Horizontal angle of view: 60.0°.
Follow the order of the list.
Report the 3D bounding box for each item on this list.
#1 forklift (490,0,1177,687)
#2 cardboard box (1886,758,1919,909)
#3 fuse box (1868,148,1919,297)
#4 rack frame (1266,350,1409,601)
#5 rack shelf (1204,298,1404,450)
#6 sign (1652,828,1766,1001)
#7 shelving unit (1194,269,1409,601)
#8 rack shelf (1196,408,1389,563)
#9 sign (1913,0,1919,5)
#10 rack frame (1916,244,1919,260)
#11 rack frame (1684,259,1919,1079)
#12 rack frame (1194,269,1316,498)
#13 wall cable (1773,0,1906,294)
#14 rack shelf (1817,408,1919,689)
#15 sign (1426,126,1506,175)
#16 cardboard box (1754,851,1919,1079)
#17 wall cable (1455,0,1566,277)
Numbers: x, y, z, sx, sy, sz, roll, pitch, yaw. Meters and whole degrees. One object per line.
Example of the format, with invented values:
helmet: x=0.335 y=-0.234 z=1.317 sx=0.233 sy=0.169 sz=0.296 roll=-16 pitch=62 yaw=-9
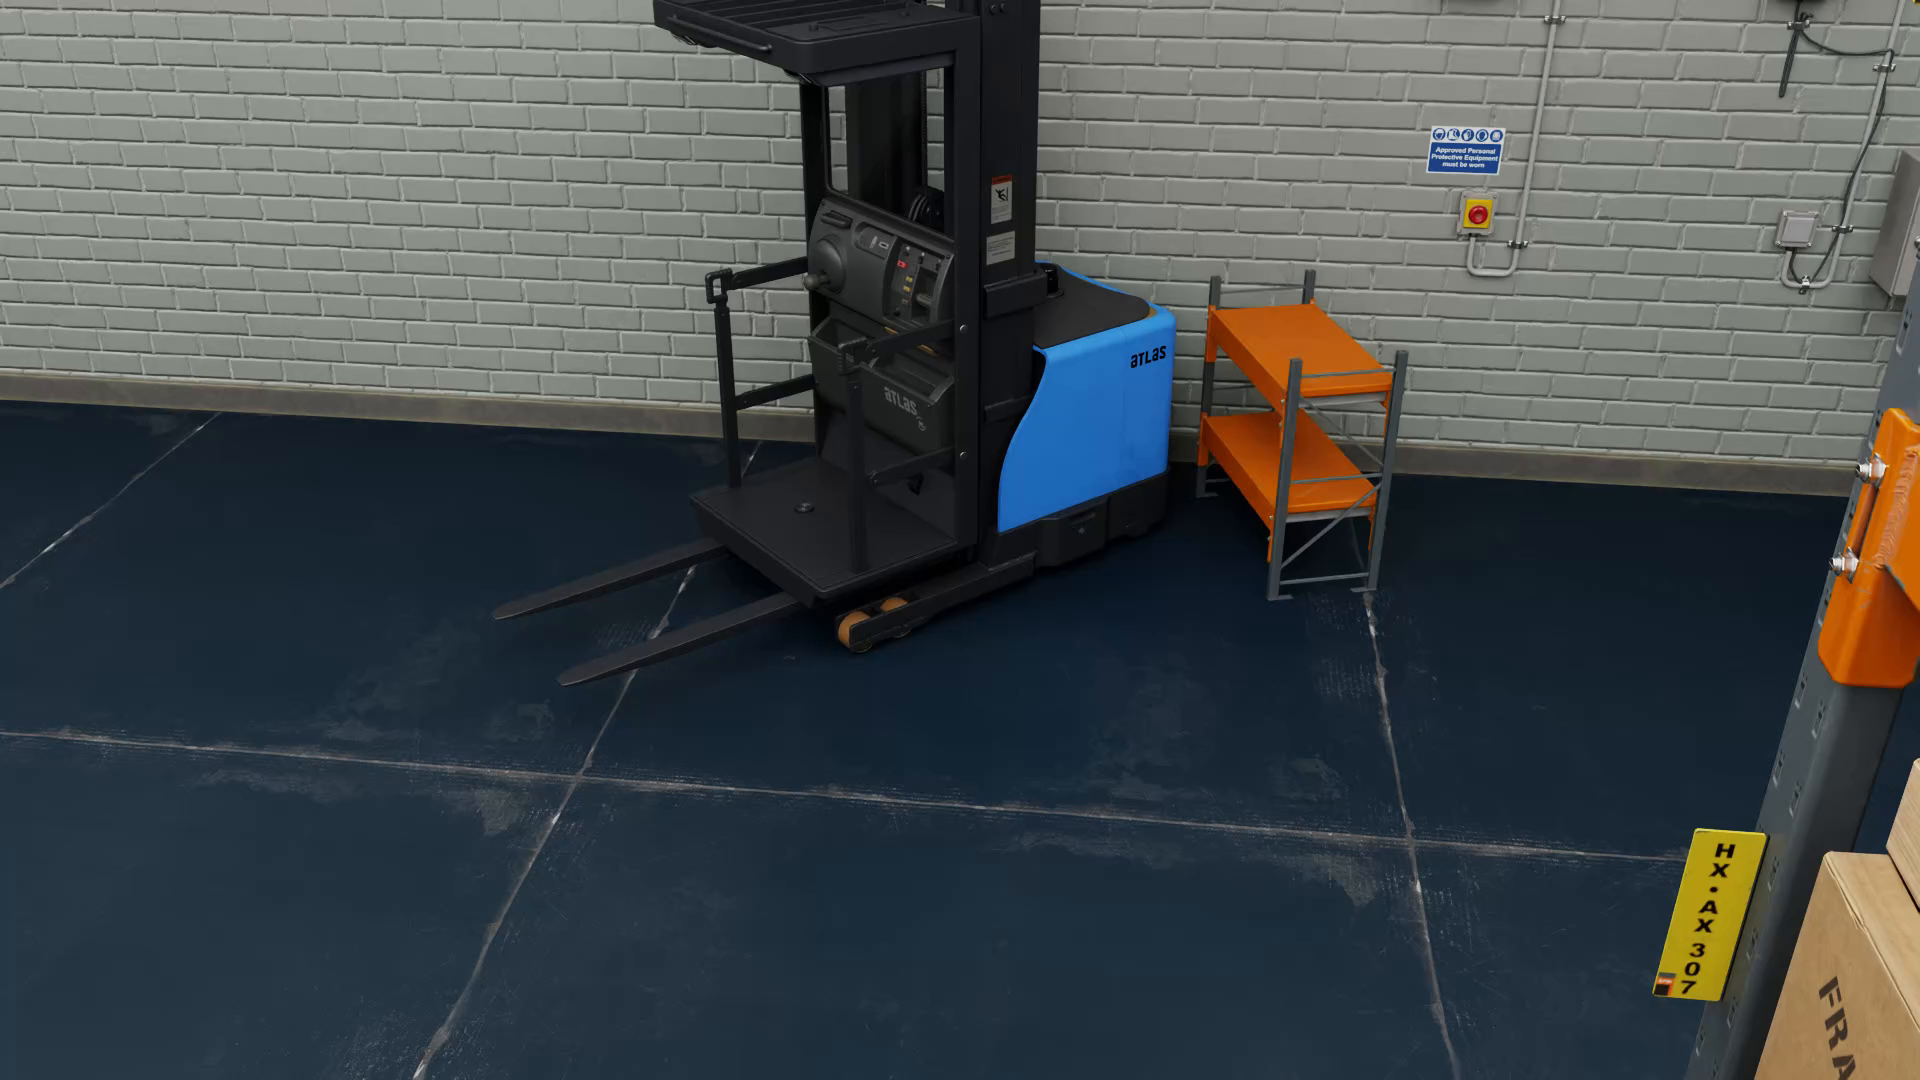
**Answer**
forklift: x=-0.500 y=-1.108 z=6.717 sx=3.031 sy=2.935 sz=1.130 roll=-20 pitch=34 yaw=-32
cardboard box: x=1.368 y=0.406 z=1.991 sx=0.380 sy=0.149 sz=0.250 roll=4 pitch=29 yaw=7
fuse box: x=4.421 y=-0.873 z=7.567 sx=0.539 sy=1.711 sz=0.414 roll=3 pitch=28 yaw=6
rack frame: x=1.588 y=-0.257 z=7.041 sx=0.500 sy=1.125 sz=0.032 roll=-5 pitch=29 yaw=-9
rack shelf: x=1.493 y=-0.751 z=7.342 sx=0.538 sy=0.278 sz=1.000 roll=-5 pitch=29 yaw=-9
sign: x=1.136 y=0.573 z=2.527 sx=0.100 sy=0.325 sz=0.005 roll=3 pitch=28 yaw=6
shelving unit: x=1.493 y=-0.494 z=7.481 sx=0.538 sy=1.125 sz=1.048 roll=-5 pitch=29 yaw=-9
rack shelf: x=1.493 y=-0.279 z=7.597 sx=0.538 sy=0.278 sz=1.000 roll=-5 pitch=29 yaw=-9
sign: x=1.136 y=-0.751 z=1.814 sx=0.100 sy=0.325 sz=0.005 roll=3 pitch=28 yaw=6
rack frame: x=1.686 y=-1.617 z=1.263 sx=1.000 sy=3.000 sz=0.127 roll=3 pitch=28 yaw=6
rack frame: x=1.686 y=1.024 z=2.686 sx=1.000 sy=3.000 sz=0.127 roll=3 pitch=28 yaw=6
rack frame: x=1.397 y=-0.731 z=7.920 sx=0.500 sy=1.125 sz=0.032 roll=-5 pitch=29 yaw=-9
wall cable: x=3.763 y=-2.002 z=7.232 sx=0.588 sy=1.984 sz=0.122 roll=3 pitch=28 yaw=6
rack shelf: x=1.441 y=0.962 z=0.398 sx=1.077 sy=0.370 sz=4.000 roll=3 pitch=28 yaw=6
sign: x=2.314 y=-1.782 z=7.610 sx=0.327 sy=0.218 sz=0.001 roll=3 pitch=28 yaw=6
cardboard box: x=1.345 y=0.749 z=2.037 sx=0.500 sy=0.500 sz=0.500 roll=3 pitch=28 yaw=5
wall cable: x=2.354 y=-2.092 z=7.367 sx=0.585 sy=1.953 sz=0.123 roll=3 pitch=28 yaw=6
